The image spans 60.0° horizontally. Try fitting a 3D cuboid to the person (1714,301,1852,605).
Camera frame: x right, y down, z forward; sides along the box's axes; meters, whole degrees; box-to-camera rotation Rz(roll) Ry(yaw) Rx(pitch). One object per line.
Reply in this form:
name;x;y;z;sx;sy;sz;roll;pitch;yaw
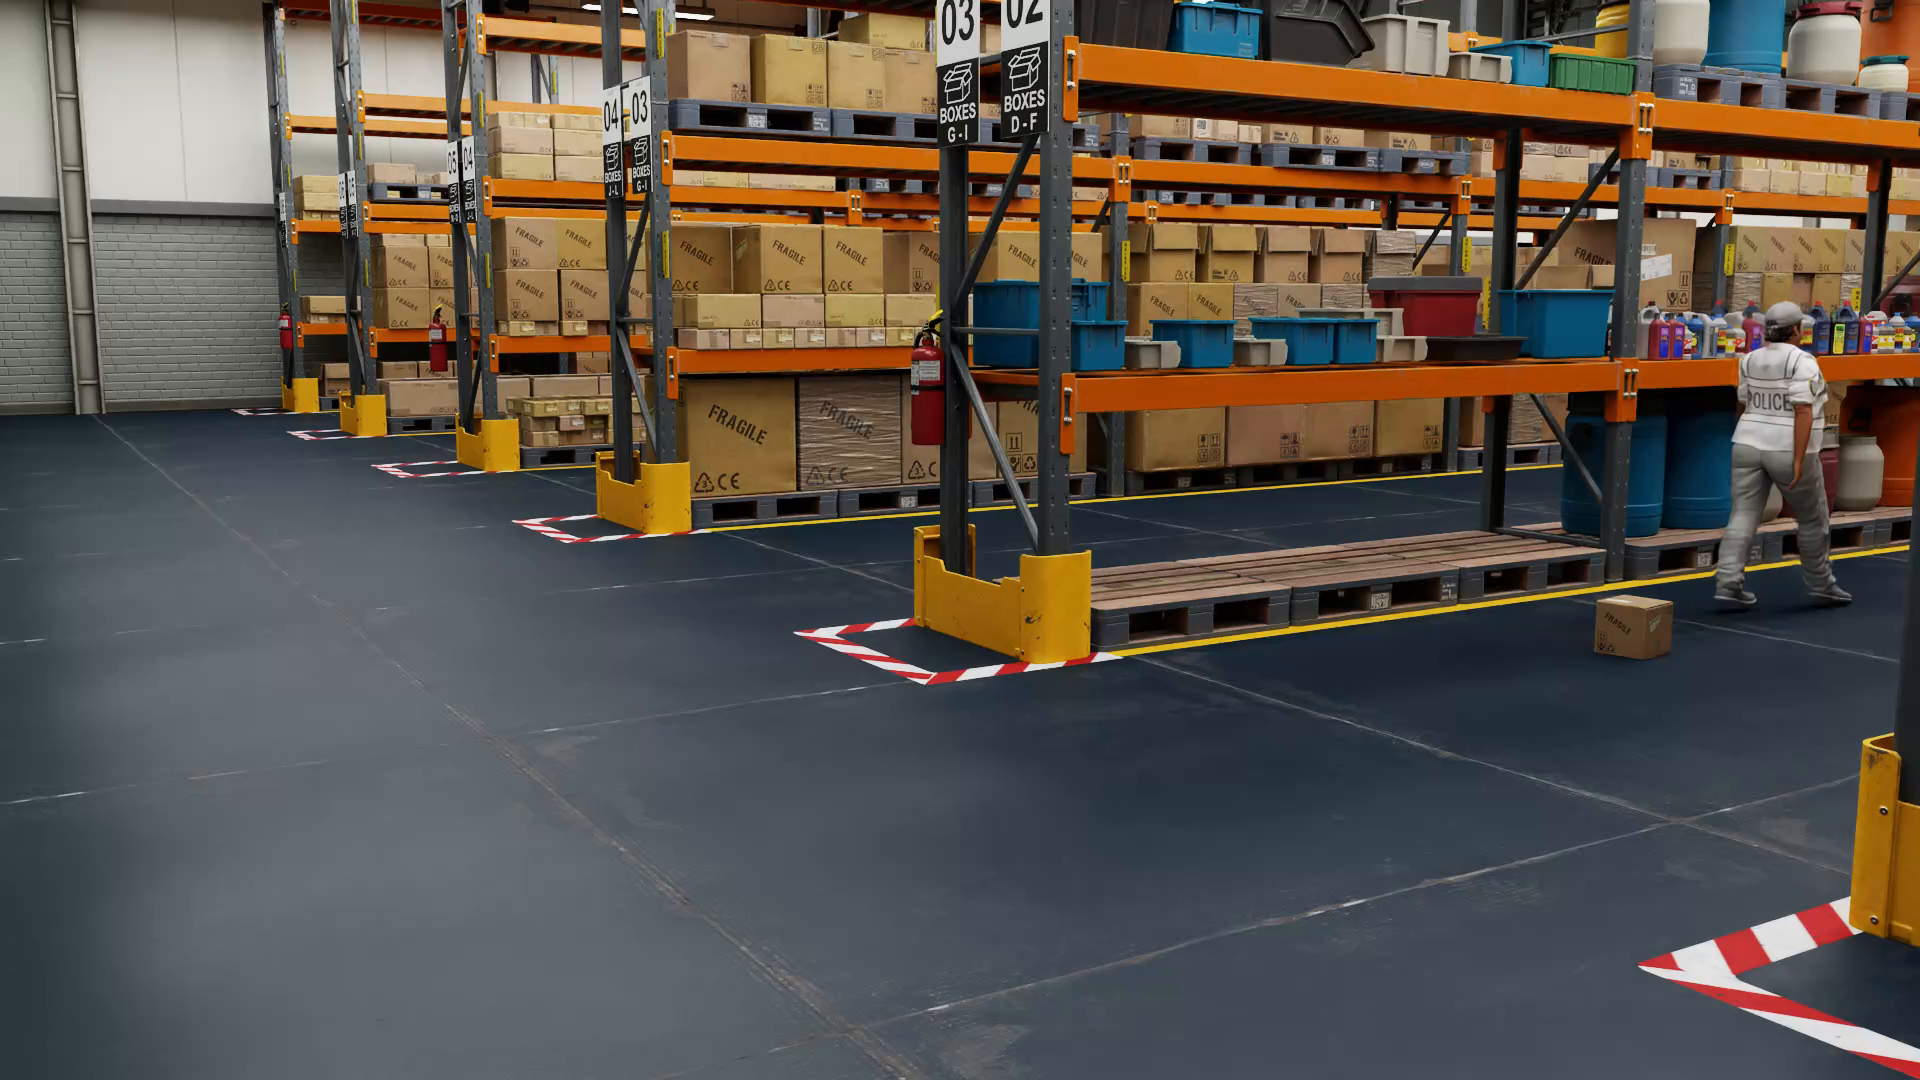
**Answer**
person;4.432;-0.461;8.961;0.911;1.635;0.487;-6;10;-35
